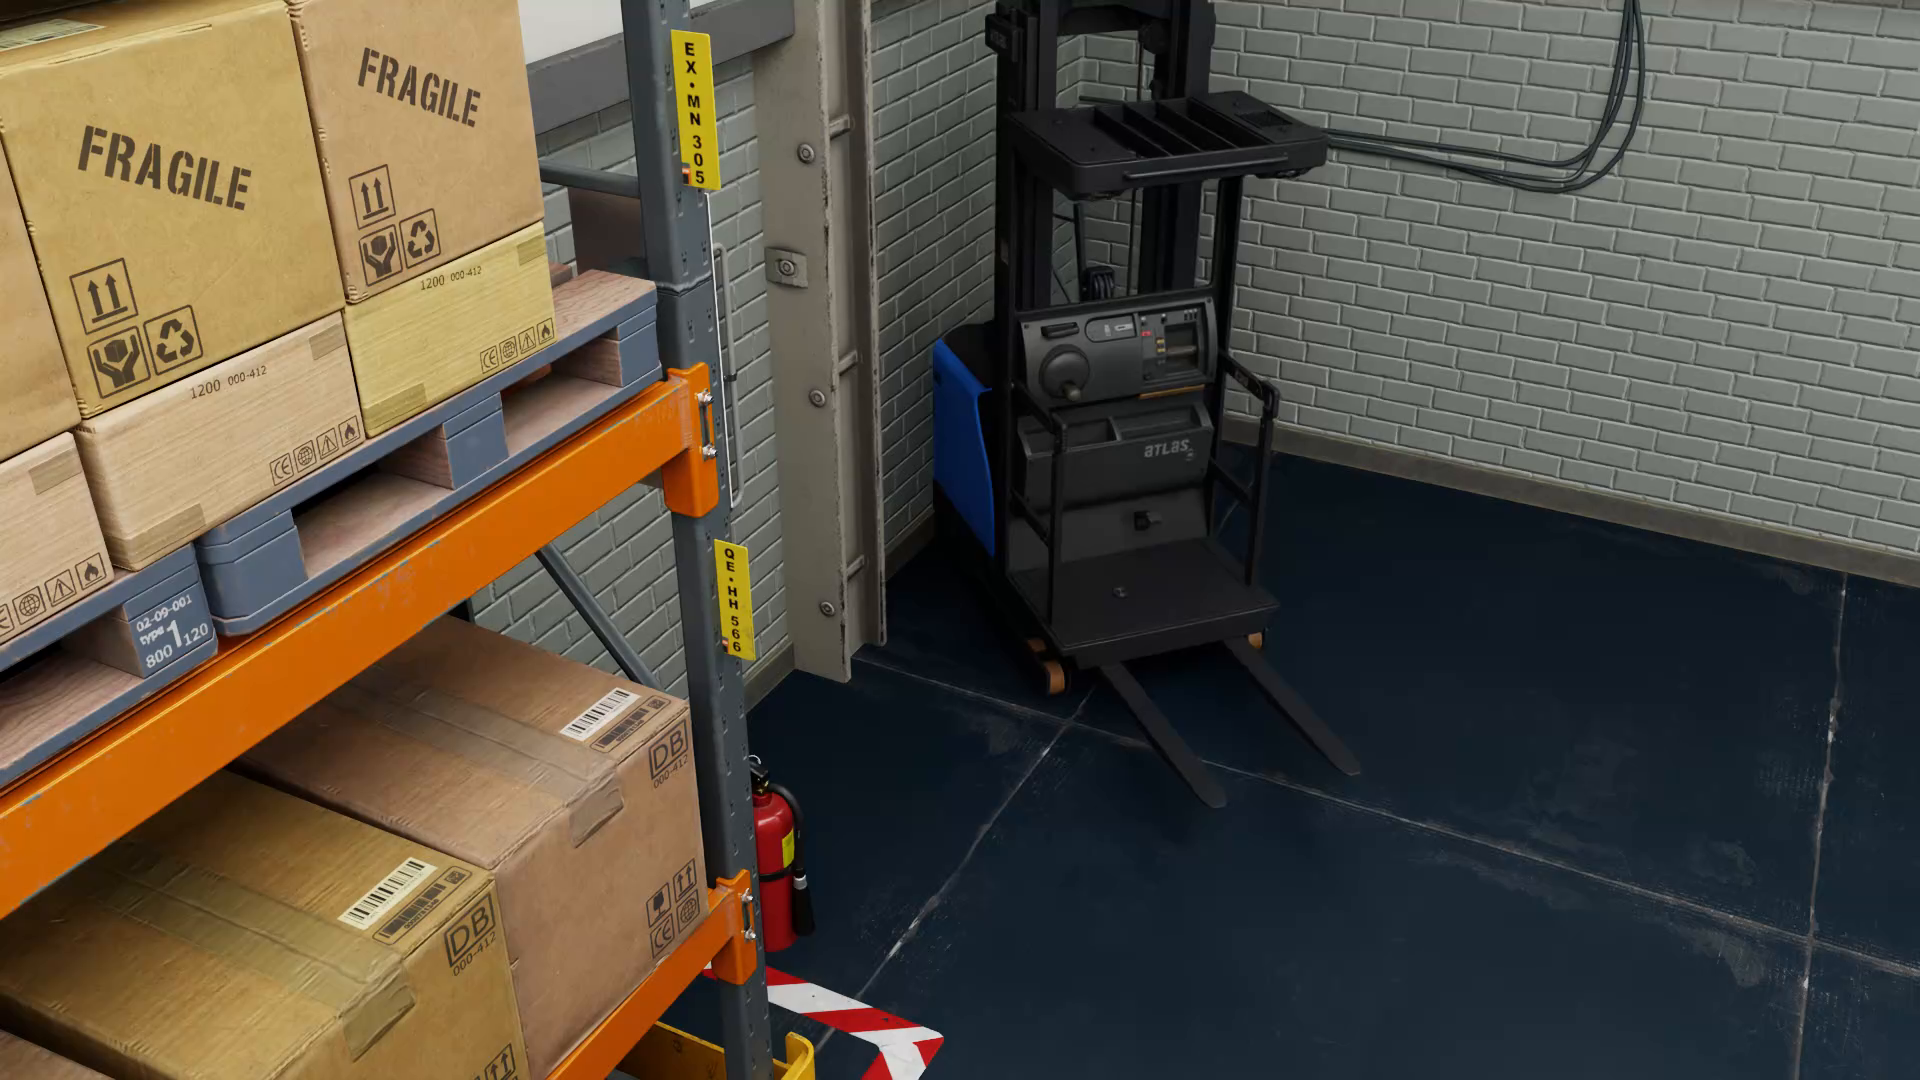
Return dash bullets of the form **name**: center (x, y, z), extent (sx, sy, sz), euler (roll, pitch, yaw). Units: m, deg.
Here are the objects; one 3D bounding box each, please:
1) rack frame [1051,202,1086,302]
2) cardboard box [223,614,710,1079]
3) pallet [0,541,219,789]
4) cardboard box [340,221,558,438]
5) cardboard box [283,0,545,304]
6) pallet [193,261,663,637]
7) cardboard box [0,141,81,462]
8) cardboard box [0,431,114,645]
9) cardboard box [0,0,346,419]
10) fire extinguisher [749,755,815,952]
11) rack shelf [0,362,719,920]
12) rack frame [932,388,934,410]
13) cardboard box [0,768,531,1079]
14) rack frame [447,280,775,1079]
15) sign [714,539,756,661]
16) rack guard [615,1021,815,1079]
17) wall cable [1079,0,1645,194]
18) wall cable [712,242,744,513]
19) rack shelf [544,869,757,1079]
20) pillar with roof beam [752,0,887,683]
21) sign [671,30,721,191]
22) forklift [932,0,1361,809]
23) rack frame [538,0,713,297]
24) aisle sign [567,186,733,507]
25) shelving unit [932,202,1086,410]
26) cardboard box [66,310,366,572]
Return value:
- **rack frame**: center (0.541, -1.169, 9.126), extent (0.032, 1.500, 0.500), euler (-24, 34, -29)
- **cardboard box**: center (-1.254, 0.723, 4.177), extent (0.980, 0.700, 0.700), euler (16, 33, 25)
- **pallet**: center (-1.914, 0.237, 2.402), extent (1.003, 0.211, 1.213), euler (14, 33, 23)
- **cardboard box**: center (-1.128, -0.451, 3.140), extent (0.500, 0.250, 0.500), euler (15, 33, 25)
- **cardboard box**: center (-1.121, -0.775, 2.951), extent (0.500, 0.500, 0.500), euler (14, 33, 23)
- **pallet**: center (-1.360, -0.306, 3.348), extent (1.003, 0.211, 1.213), euler (14, 33, 23)
- **cardboard box**: center (-1.589, -0.322, 2.163), extent (0.500, 0.500, 0.500), euler (13, 32, 21)
- **cardboard box**: center (-1.597, 0.012, 2.334), extent (0.500, 0.250, 0.500), euler (13, 32, 22)
- **cardboard box**: center (-1.359, -0.556, 2.569), extent (0.500, 0.500, 0.500), euler (15, 33, 25)
- **fire extinguisher**: center (-0.551, 0.858, 4.696), extent (0.296, 0.674, 0.183), euler (14, 33, 23)
- **rack shelf**: center (-1.942, 0.523, 2.538), extent (1.077, 0.370, 4.000), euler (14, 33, 23)
- **rack frame**: center (-0.271, -0.805, 8.635), extent (0.032, 1.500, 0.500), euler (-24, 34, -29)
- **cardboard box**: center (-1.576, 1.048, 3.611), extent (0.980, 0.700, 0.700), euler (14, 33, 23)
- **rack frame**: center (-1.031, 0.625, 4.649), extent (1.000, 3.000, 0.127), euler (14, 33, 23)
- **sign**: center (-0.554, 0.150, 4.077), extent (0.100, 0.325, 0.005), euler (14, 33, 23)
- **rack guard**: center (-1.020, 1.698, 5.290), extent (1.175, 0.500, 0.348), euler (14, 33, 23)
- **wall cable**: center (1.864, -3.056, 8.154), extent (3.097, 2.526, 0.112), euler (14, 33, 23)
- **wall cable**: center (-1.290, -0.598, 5.759), extent (0.084, 1.984, 1.851), euler (14, 33, 23)
- **rack shelf**: center (-1.942, 1.824, 3.285), extent (1.077, 0.370, 4.000), euler (14, 33, 23)
- **pillar with roof beam**: center (3.261, -2.393, 3.881), extent (9.100, 9.000, 0.400), euler (14, 33, 23)
- **sign**: center (-0.554, -0.896, 3.476), extent (0.100, 0.325, 0.005), euler (14, 33, 23)
- **forklift**: center (0.786, -0.797, 7.195), extent (1.130, 2.935, 3.031), euler (-10, 31, -17)
- **rack frame**: center (-1.031, -1.976, 3.155), extent (1.000, 3.000, 0.127), euler (14, 33, 23)
- **aisle sign**: center (-0.731, -0.466, 3.939), extent (0.394, 0.787, 0.004), euler (14, 33, 23)
- **shelving unit**: center (0.135, -0.987, 8.880), extent (1.048, 1.500, 0.538), euler (-24, 34, -29)
- **cardboard box**: center (-1.364, -0.220, 2.738), extent (0.500, 0.250, 0.500), euler (13, 32, 21)
